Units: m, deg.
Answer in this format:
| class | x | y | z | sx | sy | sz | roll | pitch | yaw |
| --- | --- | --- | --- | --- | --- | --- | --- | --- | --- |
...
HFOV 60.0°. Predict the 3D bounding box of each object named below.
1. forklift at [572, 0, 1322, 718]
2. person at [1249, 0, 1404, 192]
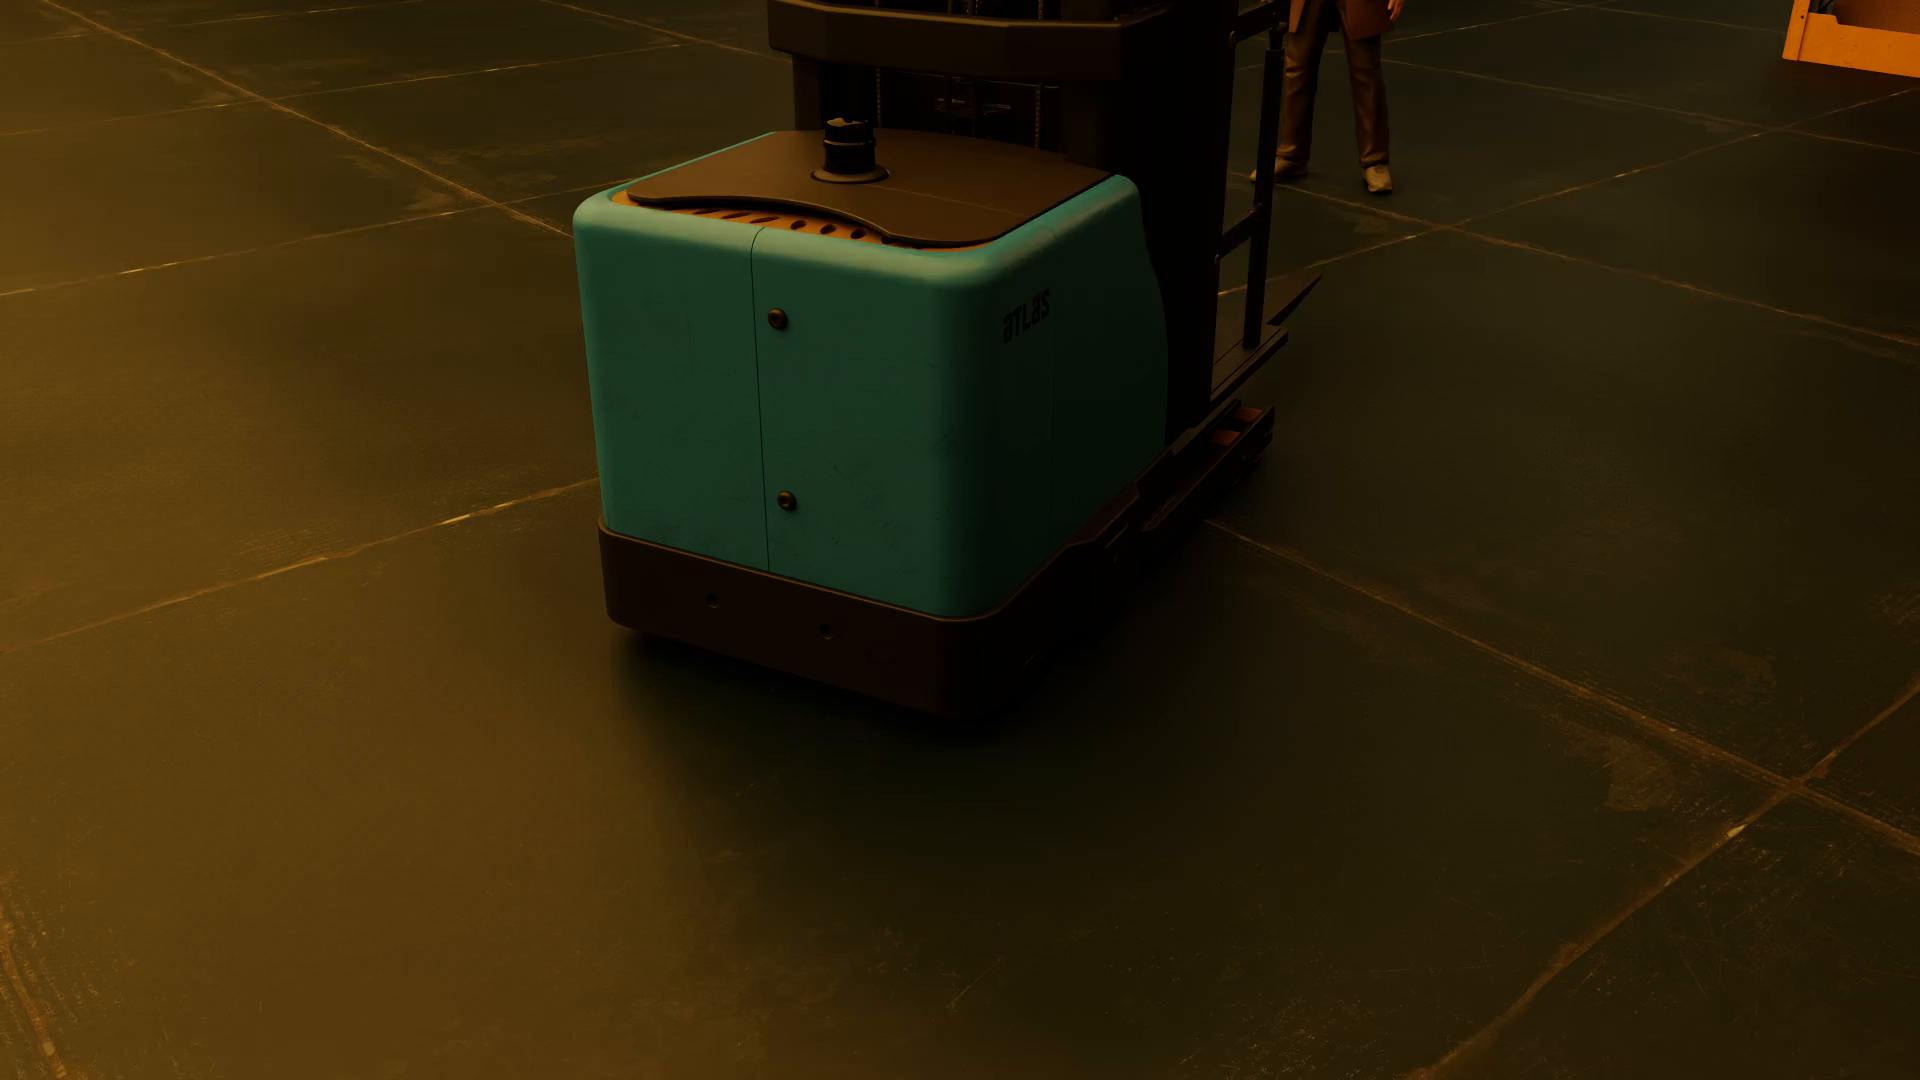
| class | x | y | z | sx | sy | sz | roll | pitch | yaw |
| --- | --- | --- | --- | --- | --- | --- | --- | --- | --- |
| forklift | 0.285 | -1.552 | 4.331 | 1.130 | 2.935 | 3.031 | 13 | 29 | 25 |
| person | 1.724 | -2.525 | 7.598 | 0.740 | 1.778 | 0.454 | 11 | 29 | 21 |
